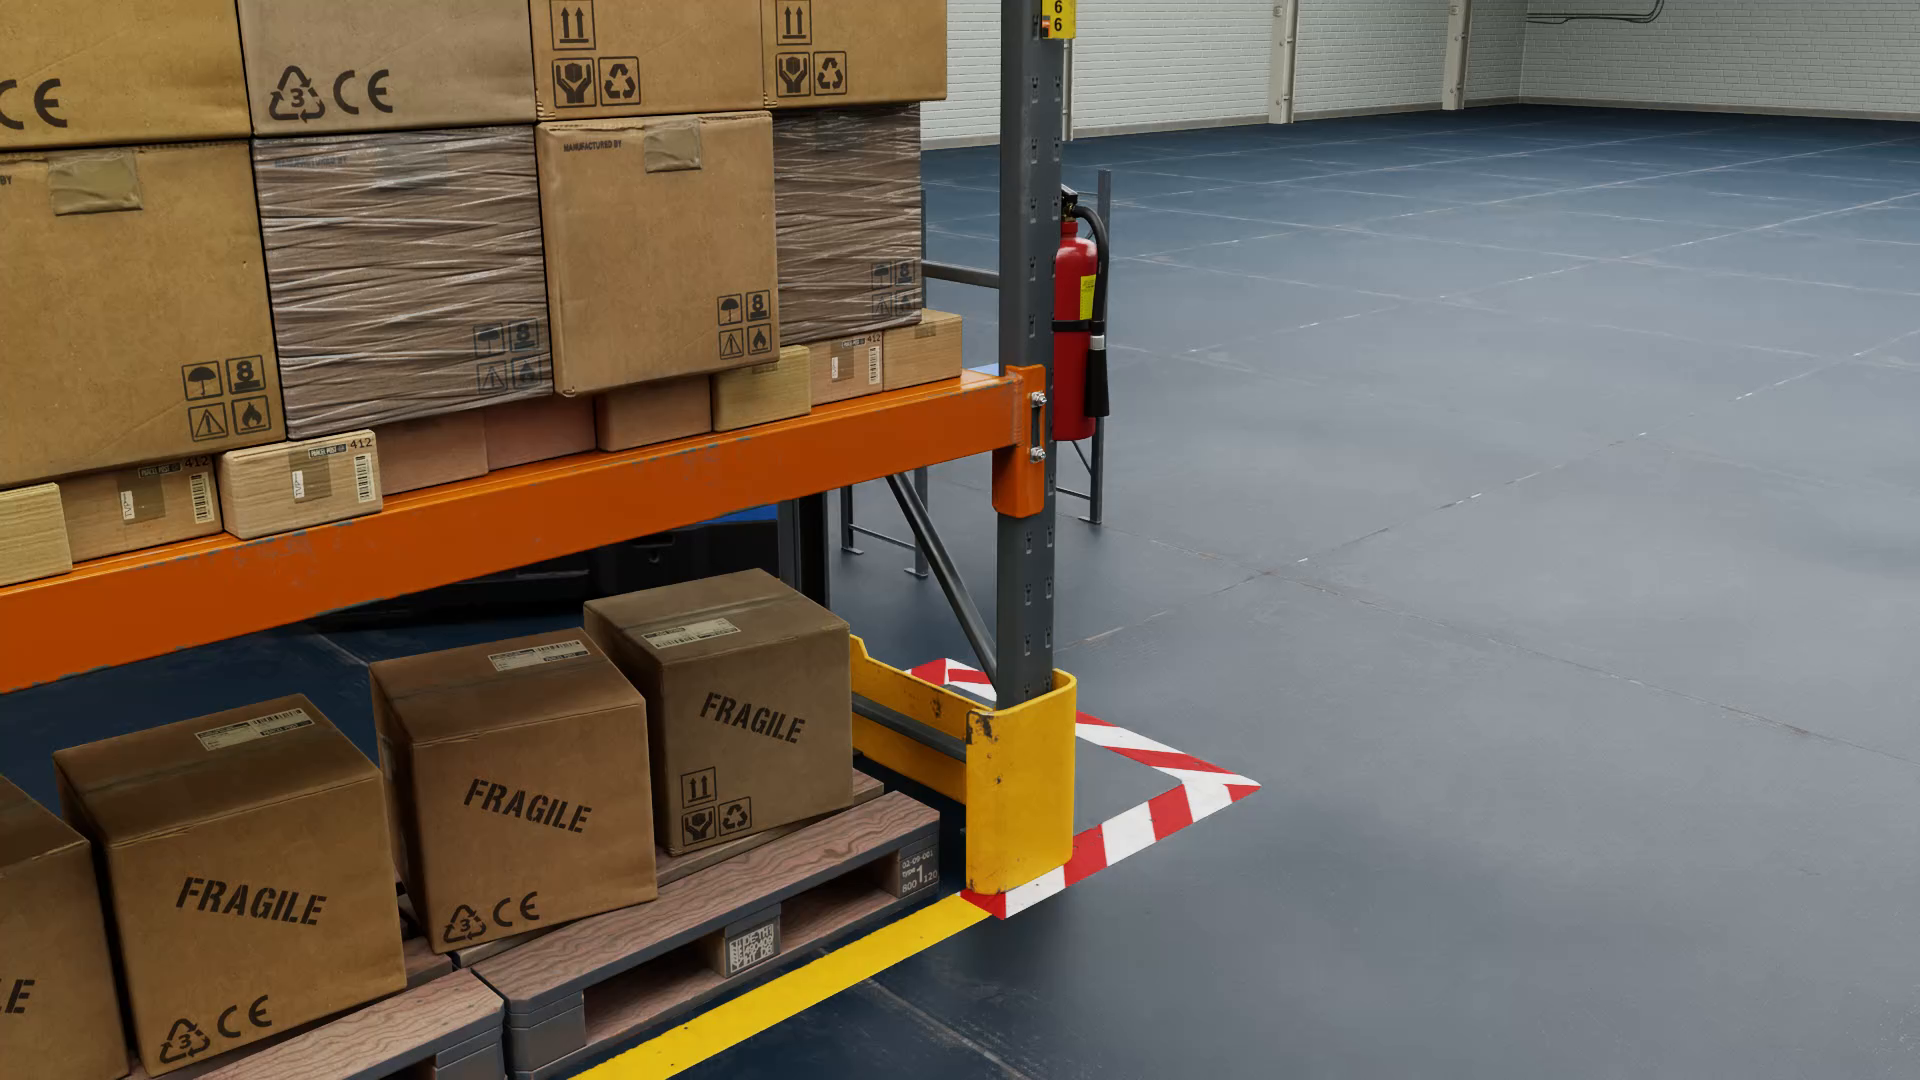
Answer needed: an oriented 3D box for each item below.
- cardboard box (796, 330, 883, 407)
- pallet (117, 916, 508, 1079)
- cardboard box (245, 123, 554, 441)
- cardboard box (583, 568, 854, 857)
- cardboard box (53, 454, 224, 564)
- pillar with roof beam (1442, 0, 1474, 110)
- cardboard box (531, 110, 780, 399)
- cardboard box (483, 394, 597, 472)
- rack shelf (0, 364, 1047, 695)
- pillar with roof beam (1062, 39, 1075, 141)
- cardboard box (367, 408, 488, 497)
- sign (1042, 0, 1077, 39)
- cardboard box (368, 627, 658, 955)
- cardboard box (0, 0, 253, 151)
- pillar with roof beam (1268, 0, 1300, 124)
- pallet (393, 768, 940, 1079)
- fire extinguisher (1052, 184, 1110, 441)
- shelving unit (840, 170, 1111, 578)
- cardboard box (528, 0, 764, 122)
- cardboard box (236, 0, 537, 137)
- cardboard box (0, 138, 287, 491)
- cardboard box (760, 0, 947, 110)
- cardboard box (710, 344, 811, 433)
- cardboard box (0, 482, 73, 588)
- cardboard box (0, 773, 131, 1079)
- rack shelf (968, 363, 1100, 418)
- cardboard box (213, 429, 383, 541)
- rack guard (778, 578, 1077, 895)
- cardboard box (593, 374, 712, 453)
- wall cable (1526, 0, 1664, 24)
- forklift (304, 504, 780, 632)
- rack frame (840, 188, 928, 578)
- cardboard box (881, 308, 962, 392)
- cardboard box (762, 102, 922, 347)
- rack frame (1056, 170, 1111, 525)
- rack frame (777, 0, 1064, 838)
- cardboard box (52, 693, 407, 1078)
[{"bbox_3d":[-0.394,-0.423,3.835,0.250,0.149,0.380,-16,24,-41],"label":"cardboard box"},{"bbox_3d":[-1.702,1.062,3.368,1.213,0.211,1.003,-16,24,-41],"label":"pallet"},{"bbox_3d":[-1.239,-0.552,3.179,0.500,0.500,0.875,-16,24,-41],"label":"cardboard box"},{"bbox_3d":[-0.611,0.415,4.212,0.500,0.500,0.500,-11,21,-31],"label":"cardboard box"},{"bbox_3d":[-1.459,-0.098,2.829,0.250,0.149,0.380,-16,24,-41],"label":"cardboard box"},{"bbox_3d":[13.263,-12.335,30.440,0.400,9.000,9.100,-16,24,-41],"label":"pillar with roof beam"},{"bbox_3d":[-0.846,-0.648,3.476,0.500,0.500,0.875,-16,24,-41],"label":"cardboard box"},{"bbox_3d":[-0.942,-0.266,3.348,0.250,0.149,0.380,-16,24,-41],"label":"cardboard box"},{"bbox_3d":[-1.599,0.064,3.092,4.000,0.370,1.077,-16,24,-41],"label":"rack shelf"},{"bbox_3d":[4.544,-9.792,22.597,0.400,9.000,9.100,-16,24,-41],"label":"pillar with roof beam"},{"bbox_3d":[-1.108,-0.208,3.169,0.250,0.149,0.380,-16,24,-41],"label":"cardboard box"},{"bbox_3d":[0.221,-1.275,3.664,0.005,0.325,0.100,-16,24,-41],"label":"sign"},{"bbox_3d":[-1.022,0.550,3.798,0.500,0.500,0.500,-9,20,-27],"label":"cardboard box"},{"bbox_3d":[-1.469,-0.878,2.565,0.500,0.500,0.500,-16,24,-41],"label":"cardboard box"},{"bbox_3d":[8.903,-11.064,26.518,0.400,9.000,9.100,-16,24,-41],"label":"pillar with roof beam"},{"bbox_3d":[-0.816,0.804,4.162,1.213,0.211,1.003,-16,24,-41],"label":"pallet"},{"bbox_3d":[0.254,-0.587,4.056,0.183,0.674,0.296,-16,24,-41],"label":"fire extinguisher"},{"bbox_3d":[0.062,-0.732,6.809,1.048,1.500,0.538,-16,24,-41],"label":"shelving unit"},{"bbox_3d":[-0.735,-1.088,3.211,0.500,0.500,0.500,-16,24,-41],"label":"cardboard box"},{"bbox_3d":[-1.100,-0.983,2.886,0.500,0.500,0.500,-16,24,-41],"label":"cardboard box"},{"bbox_3d":[-1.610,-0.449,2.861,0.500,0.500,0.875,-16,24,-41],"label":"cardboard box"},{"bbox_3d":[-0.376,-1.195,3.542,0.500,0.500,0.500,-16,24,-41],"label":"cardboard box"},{"bbox_3d":[-0.540,-0.359,3.636,0.250,0.149,0.380,-16,24,-41],"label":"cardboard box"},{"bbox_3d":[-1.609,-0.034,2.634,0.250,0.149,0.380,-16,24,-41],"label":"cardboard box"},{"bbox_3d":[-1.926,0.786,3.068,0.500,0.500,0.500,15,23,39],"label":"cardboard box"},{"bbox_3d":[0.062,-0.560,6.865,1.000,0.185,0.538,-16,24,-41],"label":"rack shelf"},{"bbox_3d":[-1.229,-0.135,2.945,0.250,0.149,0.380,-16,24,-41],"label":"cardboard box"},{"bbox_3d":[-0.201,0.503,4.624,0.348,0.500,1.175,-16,24,-41],"label":"rack guard"},{"bbox_3d":[-0.732,-0.309,3.483,0.250,0.149,0.380,-16,24,-41],"label":"cardboard box"},{"bbox_3d":[13.355,-12.151,34.905,0.112,2.526,3.097,-16,24,-41],"label":"wall cable"},{"bbox_3d":[-2.099,-1.243,6.066,3.031,2.935,1.130,-4,18,-11],"label":"forklift"},{"bbox_3d":[-0.307,-0.624,6.477,0.032,1.500,0.500,-16,24,-41],"label":"rack frame"},{"bbox_3d":[-0.211,-0.476,3.998,0.250,0.149,0.380,-16,24,-41],"label":"cardboard box"},{"bbox_3d":[-0.565,-0.781,3.886,0.500,0.500,0.875,-16,24,-41],"label":"cardboard box"},{"bbox_3d":[0.431,-0.839,7.141,0.032,1.500,0.500,-16,24,-41],"label":"rack frame"},{"bbox_3d":[-0.146,-0.702,4.288,0.127,3.000,1.000,-16,24,-41],"label":"rack frame"},{"bbox_3d":[-1.490,0.678,3.402,0.500,0.500,0.500,-14,22,-36],"label":"cardboard box"}]
